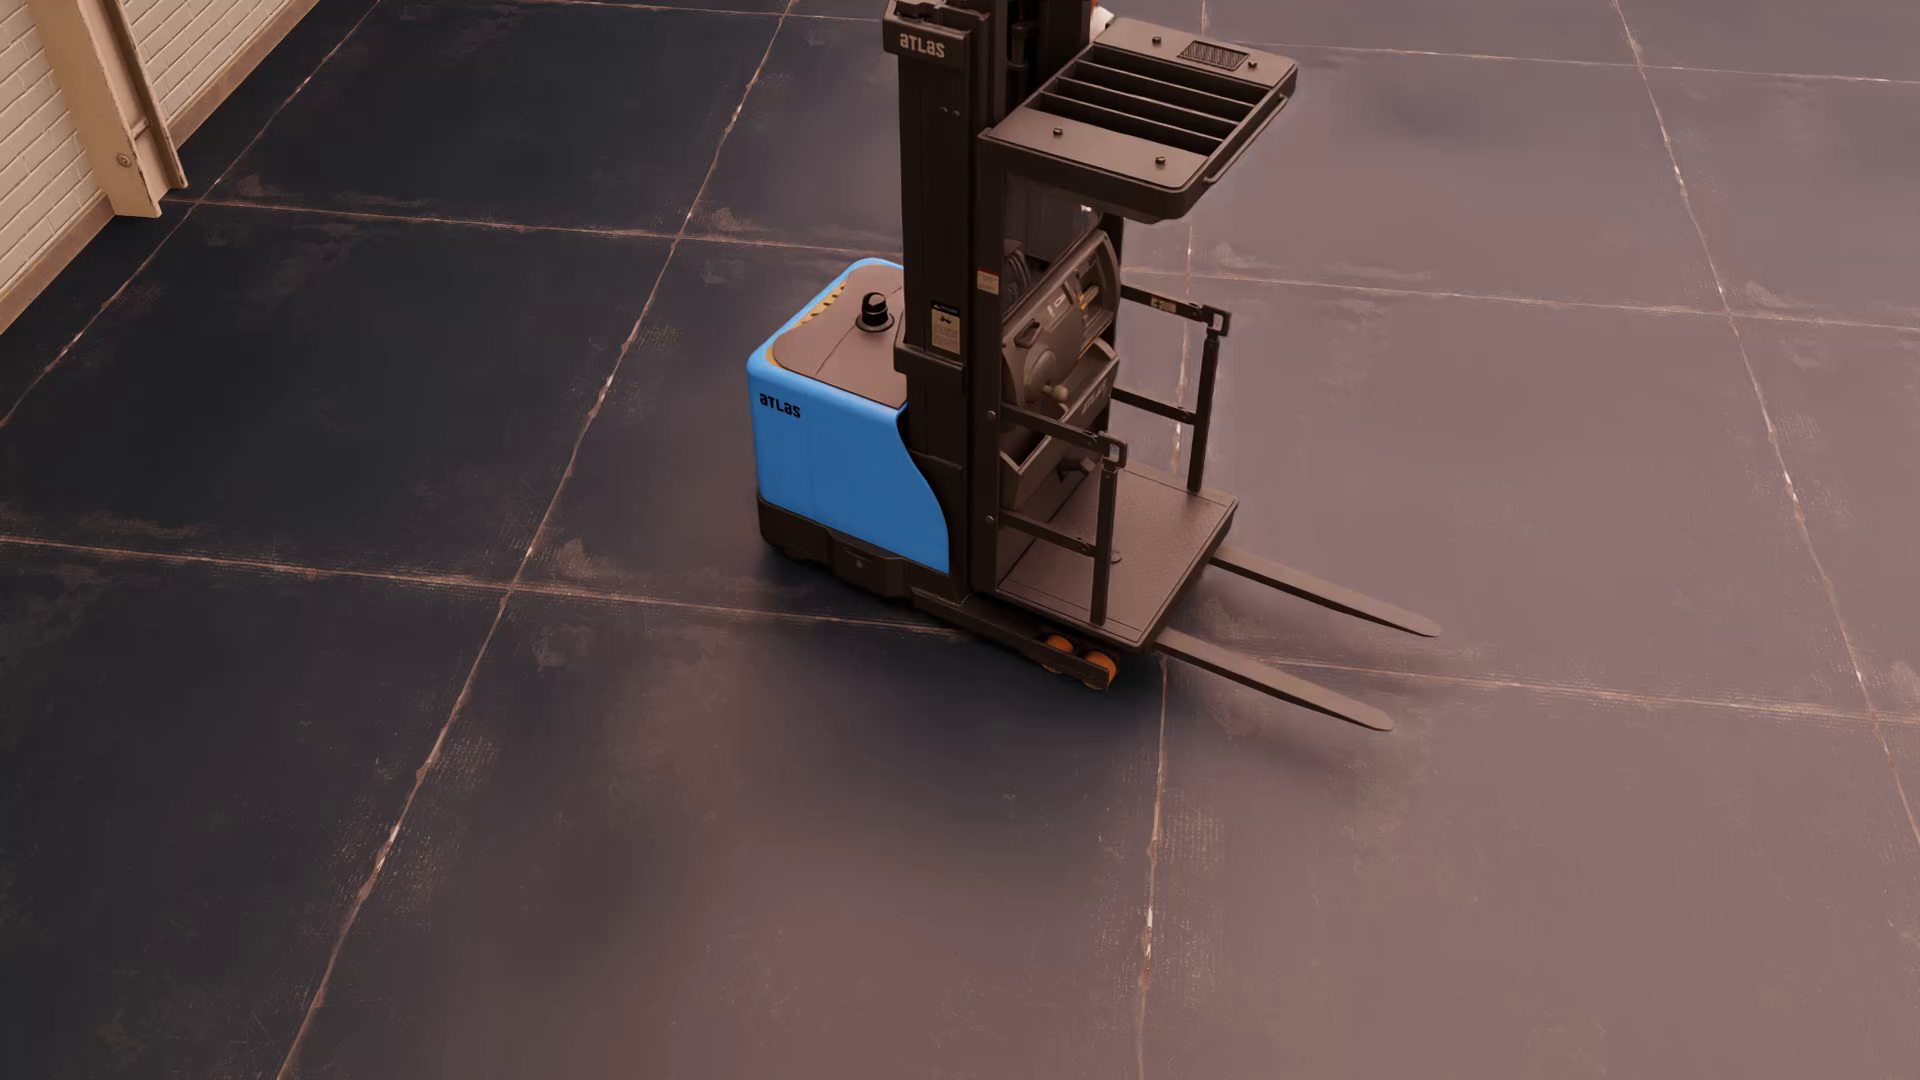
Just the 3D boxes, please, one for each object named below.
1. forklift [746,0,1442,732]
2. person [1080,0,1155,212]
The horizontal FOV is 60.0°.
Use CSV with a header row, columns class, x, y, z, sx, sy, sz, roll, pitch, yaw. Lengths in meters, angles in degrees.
class,x,y,z,sx,sy,sz,roll,pitch,yaw
forklift,0.594,-0.848,6.648,3.031,2.935,1.130,21,47,22
person,0.700,-2.538,9.445,0.857,1.658,0.735,4,43,5
